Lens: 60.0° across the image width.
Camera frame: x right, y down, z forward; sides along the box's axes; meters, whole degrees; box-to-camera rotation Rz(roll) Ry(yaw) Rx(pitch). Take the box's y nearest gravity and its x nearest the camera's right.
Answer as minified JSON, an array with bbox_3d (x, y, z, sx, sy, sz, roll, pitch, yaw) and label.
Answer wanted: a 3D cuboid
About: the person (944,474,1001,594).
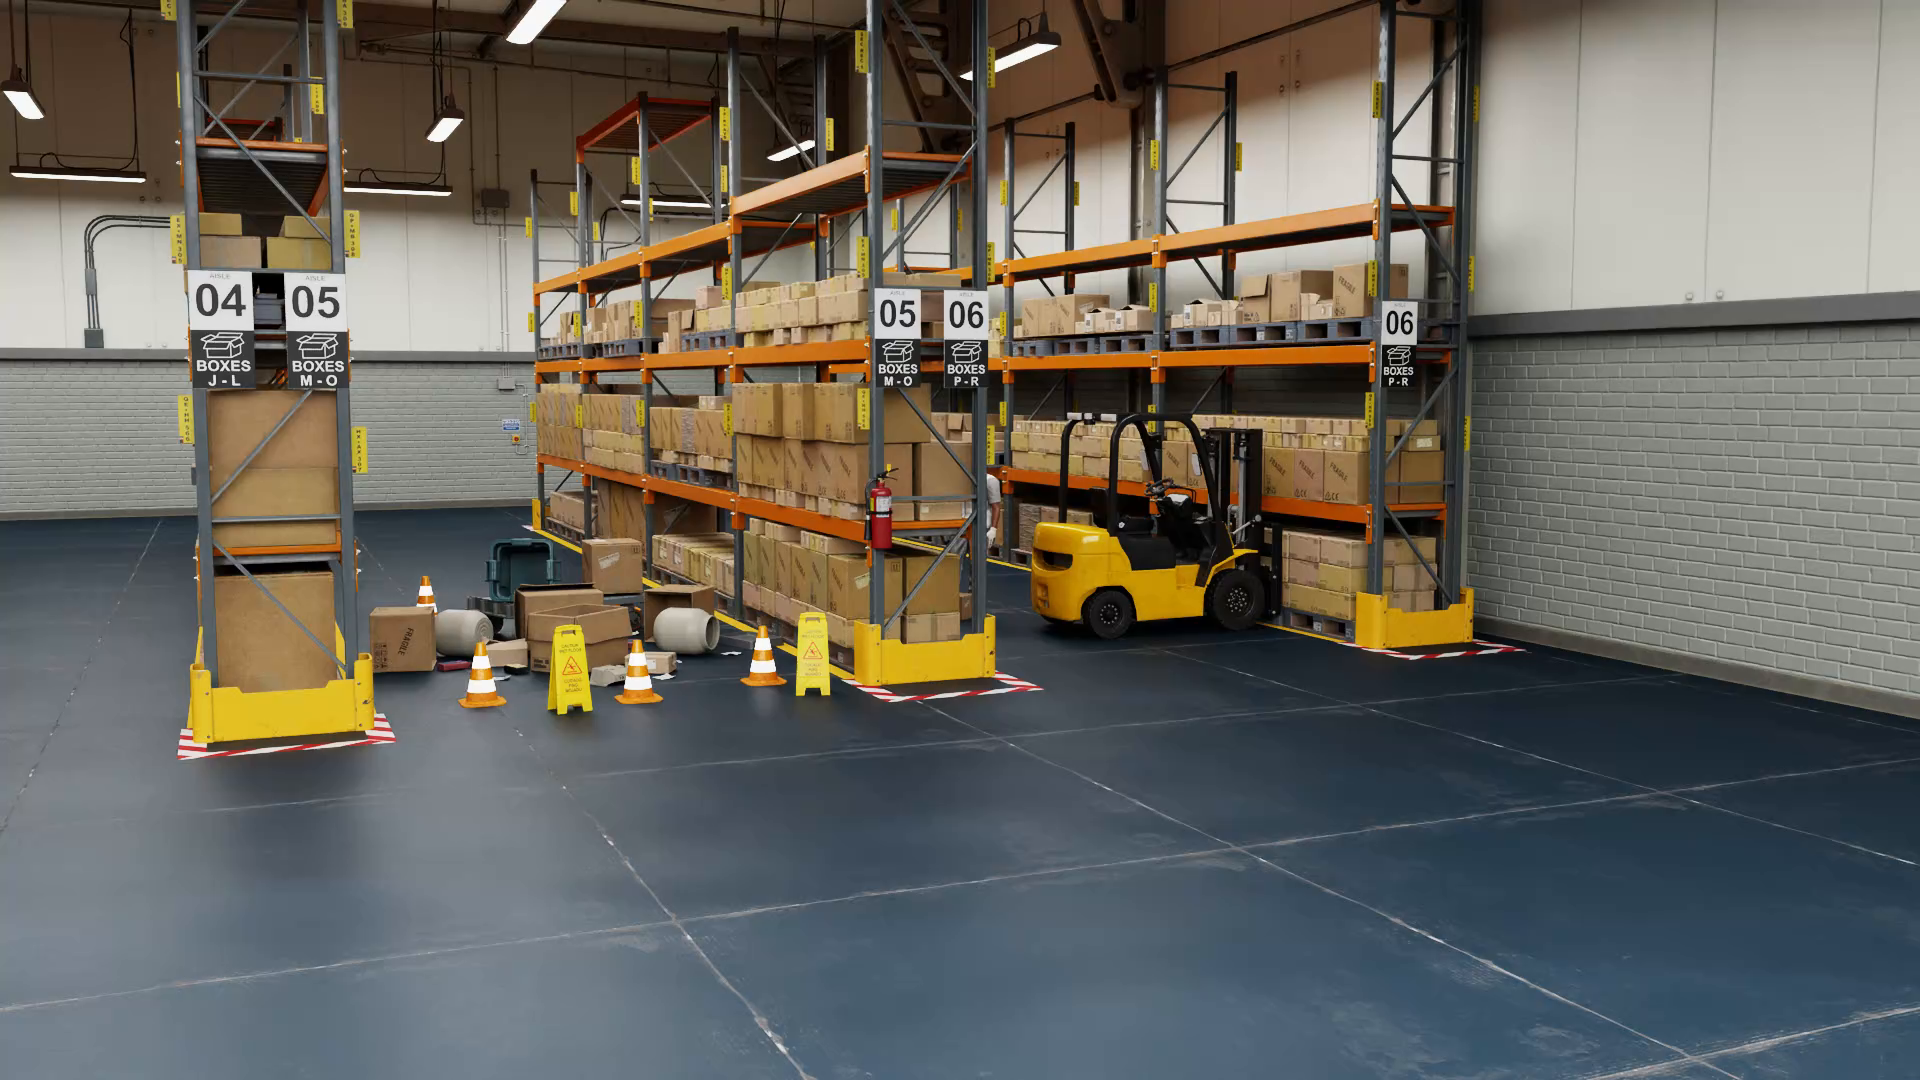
[{"bbox_3d":[0.075,-0.095,17.511,0.656,1.785,0.575,4,6,34],"label":"person"}]
